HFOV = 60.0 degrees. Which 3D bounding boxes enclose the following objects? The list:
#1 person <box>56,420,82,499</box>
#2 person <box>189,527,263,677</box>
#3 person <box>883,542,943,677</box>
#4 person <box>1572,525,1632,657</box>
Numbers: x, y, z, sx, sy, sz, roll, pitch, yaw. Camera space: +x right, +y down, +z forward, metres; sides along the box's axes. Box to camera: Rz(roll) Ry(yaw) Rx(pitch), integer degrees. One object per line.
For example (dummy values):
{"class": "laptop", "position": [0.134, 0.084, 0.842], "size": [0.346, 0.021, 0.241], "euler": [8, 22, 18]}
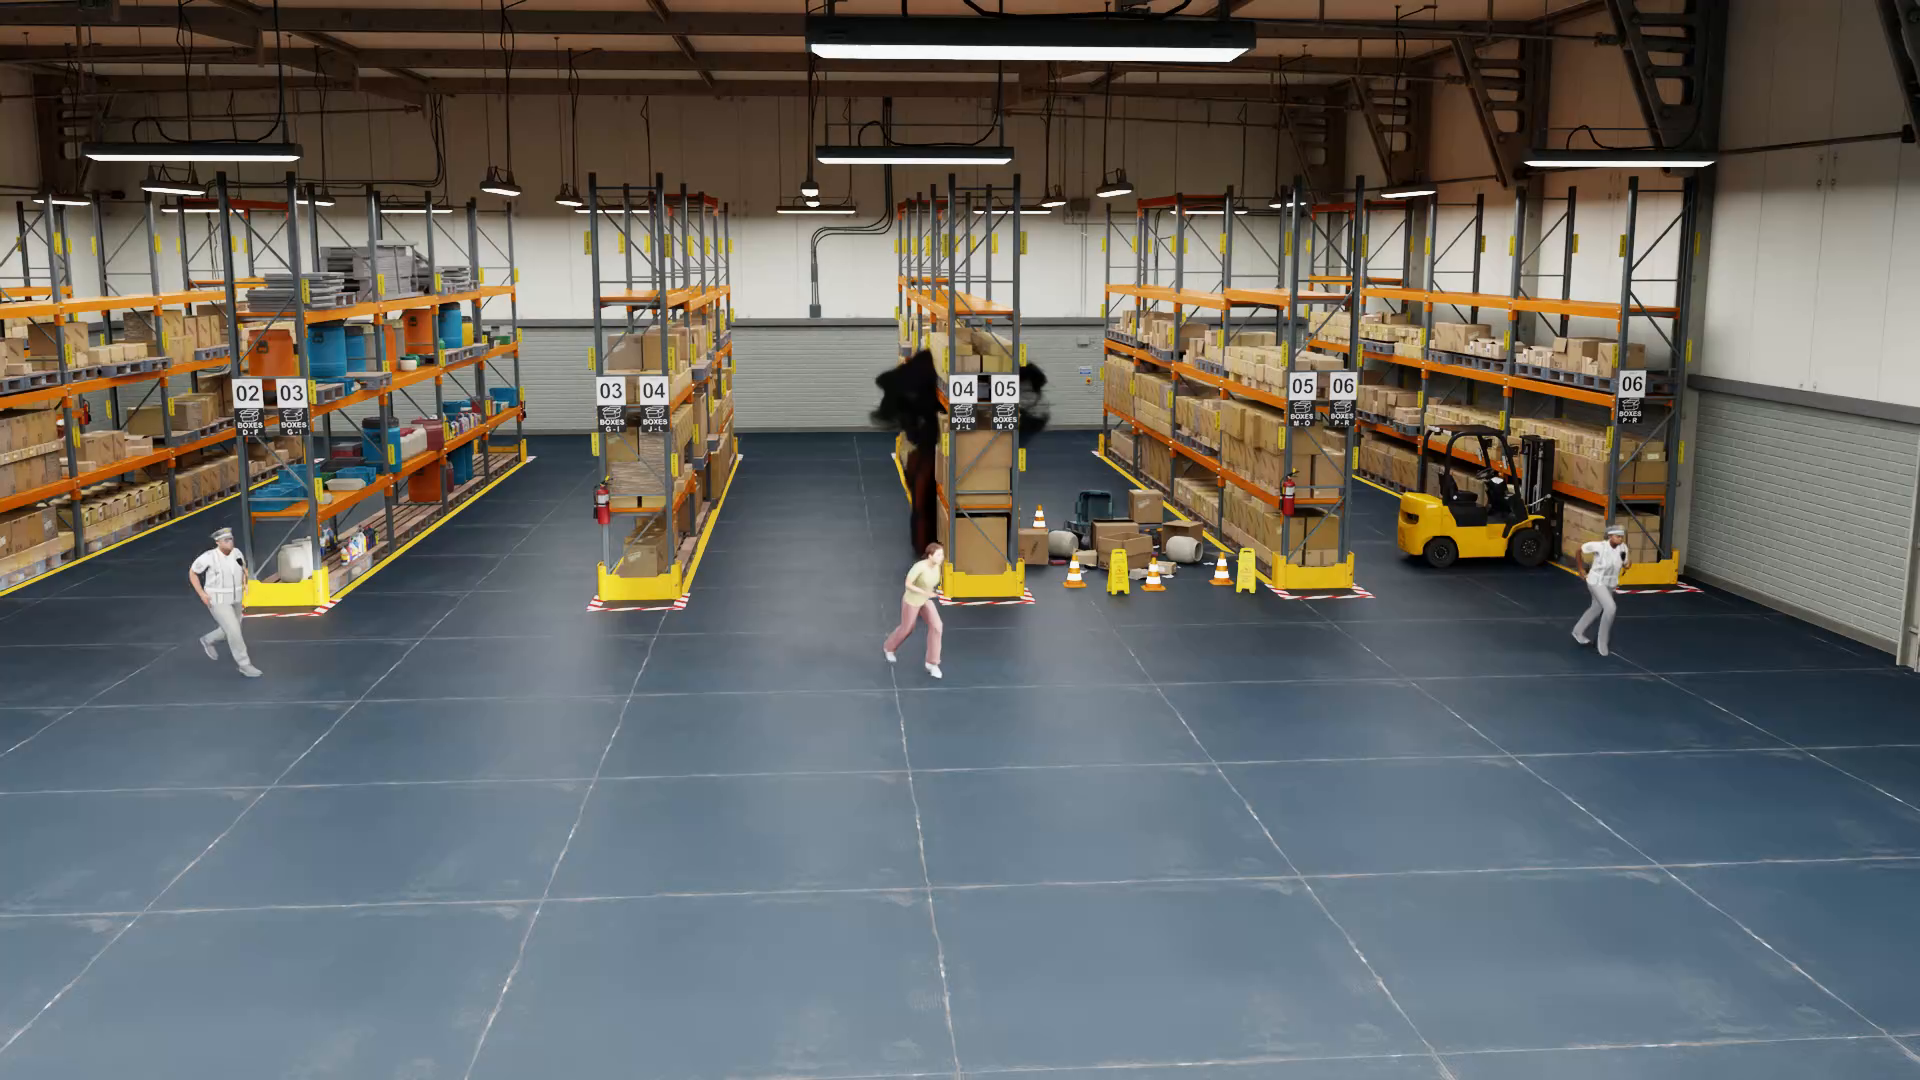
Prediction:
{"class": "person", "position": [-17.272, -1.462, 32.072], "size": [0.702, 1.726, 0.598], "euler": [0, 10, -2]}
{"class": "person", "position": [-8.689, 0.713, 19.651], "size": [0.933, 1.778, 0.686], "euler": [5, 11, 26]}
{"class": "person", "position": [-0.556, 0.789, 19.792], "size": [0.965, 1.627, 0.617], "euler": [8, 13, 39]}
{"class": "person", "position": [7.968, 0.585, 20.673], "size": [0.569, 1.665, 0.889], "euler": [-4, 11, -21]}
